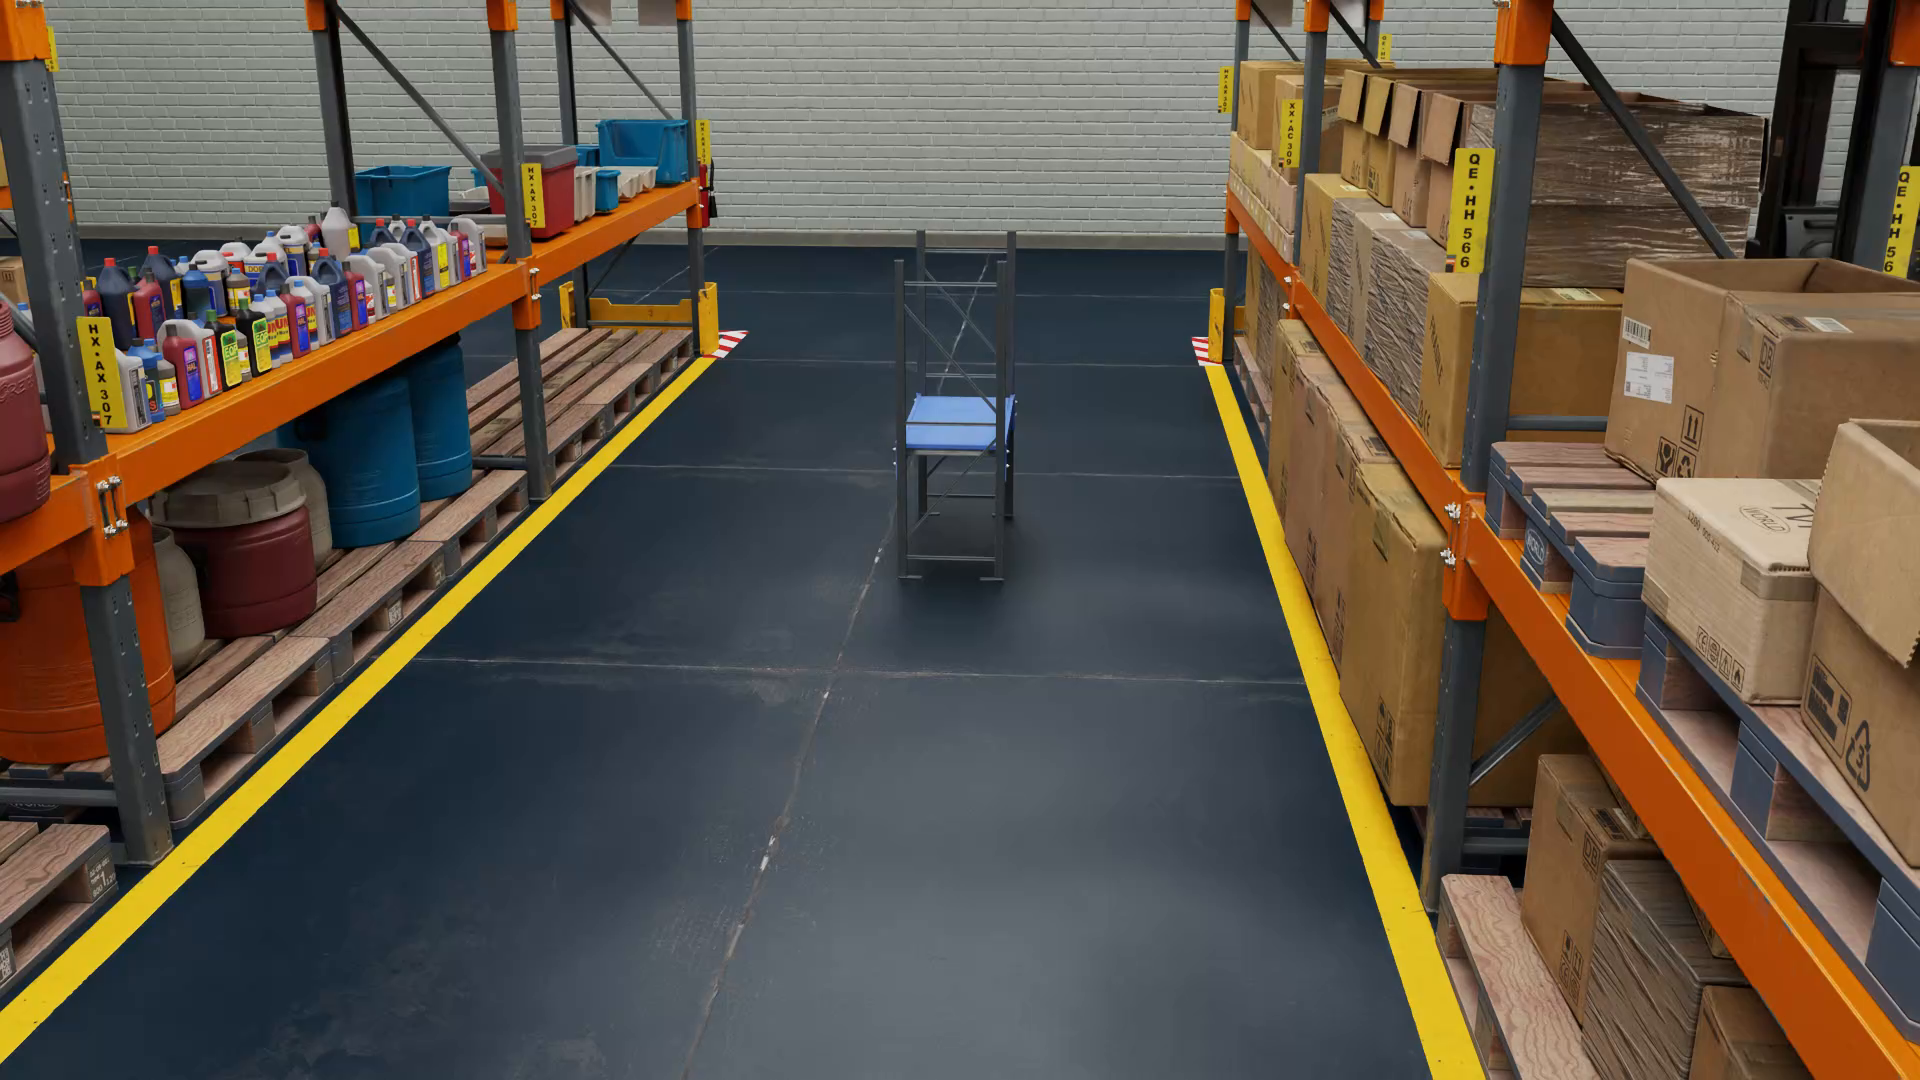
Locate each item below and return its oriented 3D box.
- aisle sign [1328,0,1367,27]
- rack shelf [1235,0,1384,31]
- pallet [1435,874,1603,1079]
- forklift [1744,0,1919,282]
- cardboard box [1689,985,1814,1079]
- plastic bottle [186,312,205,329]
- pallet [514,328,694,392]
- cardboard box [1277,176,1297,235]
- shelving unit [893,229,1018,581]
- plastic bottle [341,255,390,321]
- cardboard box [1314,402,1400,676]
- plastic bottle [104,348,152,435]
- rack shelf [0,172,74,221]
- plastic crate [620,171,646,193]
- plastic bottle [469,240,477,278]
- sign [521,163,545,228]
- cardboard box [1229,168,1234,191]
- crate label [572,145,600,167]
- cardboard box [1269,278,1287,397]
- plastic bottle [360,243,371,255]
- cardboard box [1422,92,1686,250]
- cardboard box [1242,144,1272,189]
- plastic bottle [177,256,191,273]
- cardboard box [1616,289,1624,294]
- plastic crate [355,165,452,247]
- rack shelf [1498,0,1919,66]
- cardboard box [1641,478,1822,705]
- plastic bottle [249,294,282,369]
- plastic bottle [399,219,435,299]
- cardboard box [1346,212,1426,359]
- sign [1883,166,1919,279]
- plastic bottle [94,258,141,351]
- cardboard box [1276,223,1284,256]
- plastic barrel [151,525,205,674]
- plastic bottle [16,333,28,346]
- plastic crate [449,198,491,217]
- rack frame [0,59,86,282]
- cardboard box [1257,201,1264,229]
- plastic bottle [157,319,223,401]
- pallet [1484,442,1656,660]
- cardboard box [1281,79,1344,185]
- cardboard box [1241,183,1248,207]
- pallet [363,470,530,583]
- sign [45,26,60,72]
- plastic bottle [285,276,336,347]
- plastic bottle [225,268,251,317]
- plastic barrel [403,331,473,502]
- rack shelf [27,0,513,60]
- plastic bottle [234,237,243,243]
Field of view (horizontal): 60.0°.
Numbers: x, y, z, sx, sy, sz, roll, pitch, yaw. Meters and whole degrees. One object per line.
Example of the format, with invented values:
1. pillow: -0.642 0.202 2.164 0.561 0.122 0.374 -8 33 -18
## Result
1. aisle sign: 2.779 -4.042 11.768 0.394 0.787 0.004 1 18 4
2. rack shelf: 2.332 -3.254 9.874 1.077 0.370 4.000 1 18 4
3. pallet: 1.844 1.261 4.236 1.003 0.211 1.213 1 18 4
4. forklift: 4.552 -1.417 8.040 1.130 2.935 3.031 1 18 3
5. cardboard box: 1.813 1.229 3.162 0.700 0.500 0.500 3 18 9
6. plastic bottle: -2.677 -0.664 5.838 0.097 0.271 0.097 0 18 0
7. pallet: -2.563 -1.322 12.117 1.003 0.211 1.213 1 18 4
8. cardboard box: 1.958 -1.762 8.747 0.500 0.250 0.500 1 18 3
9. shelving unit: -0.006 -0.686 8.109 0.538 1.500 1.048 1 18 4
10. plastic bottle: -2.546 -1.087 7.123 0.152 0.276 0.135 1 18 4
11. cardboard box: 2.043 0.013 6.305 1.225 0.875 0.875 1 18 4
12. plastic bottle: -2.685 -0.486 5.287 0.152 0.276 0.135 1 18 4
13. rack shelf: -7.549 -2.051 11.020 1.077 0.370 4.000 1 18 4
14. plastic crate: -2.378 -2.458 11.435 0.396 0.136 0.243 1 18 4
15. plastic bottle: -2.439 -1.399 8.194 0.097 0.201 0.097 0 18 0
16. sign: -2.203 -1.778 8.589 0.100 0.325 0.005 1 18 4
17. cardboard box: 2.120 -2.569 11.850 0.380 0.149 0.250 1 18 5
18. crate label: -2.811 -2.782 12.267 0.416 0.233 0.303 1 18 4
19. cardboard box: 2.380 -1.222 10.072 0.875 0.875 0.875 1 18 4
20. plastic bottle: -2.646 -1.196 7.462 0.097 0.271 0.097 0 18 0
21. cardboard box: 2.020 -1.260 5.680 0.797 0.503 0.637 2 18 5
22. cardboard box: 2.101 -2.401 10.696 0.500 0.250 0.500 1 18 2
23. plastic bottle: -3.284 -1.068 7.073 0.097 0.271 0.097 0 18 0
24. cardboard box: 2.208 -0.499 4.969 0.500 0.500 0.500 2 18 6
25. plastic crate: -3.059 -1.833 9.130 0.392 0.384 0.575 1 18 4
26. rack shelf: 1.758 -0.769 2.291 1.077 0.370 4.000 1 18 4
27. cardboard box: 1.552 0.080 2.927 0.500 0.250 0.500 1 18 2
28. plastic bottle: -2.590 -0.776 6.179 0.097 0.271 0.097 0 18 0
29. plastic bottle: -2.505 -1.286 7.610 0.144 0.351 0.185 1 18 4
30. cardboard box: 1.803 -0.987 6.458 0.500 0.500 0.500 2 18 5
31. sign: 2.443 -0.810 4.346 0.100 0.325 0.005 1 18 4
32. plastic bottle: -3.300 -0.933 6.531 0.144 0.351 0.185 1 18 4
33. cardboard box: 1.902 -1.612 8.928 0.380 0.149 0.250 2 18 5
34. plastic barrel: -3.069 0.236 6.208 0.421 0.512 0.421 0 18 0
35. plastic bottle: -3.371 -0.656 5.927 0.097 0.201 0.097 0 18 0
36. plastic crate: -2.940 -1.911 9.784 0.437 0.125 0.590 1 18 4
37. rack frame: -7.406 -3.014 12.803 1.000 3.000 0.127 1 18 4
38. cardboard box: 1.975 -1.931 9.902 0.380 0.149 0.250 1 18 3
39. plastic bottle: -2.652 -0.629 5.726 0.152 0.276 0.135 1 18 4
40. pallet: 1.957 0.008 3.889 1.213 0.211 1.003 1 18 4
41. cardboard box: 1.954 -2.124 8.648 0.500 0.500 0.500 2 18 5
42. cardboard box: 2.049 -2.250 10.876 0.380 0.149 0.250 1 18 3
43. pallet: -2.849 -0.096 8.377 1.003 0.211 1.213 1 18 4
44. sign: -6.853 -3.696 12.517 0.100 0.325 0.005 1 18 4
45. plastic bottle: -2.586 -0.916 6.602 0.152 0.276 0.135 1 18 4
46. plastic bottle: -3.122 -1.073 7.201 0.097 0.201 0.097 0 18 0
47. plastic barrel: -2.808 -0.694 8.418 0.600 0.901 0.708 1 18 4
48. rack shelf: -2.895 -2.122 6.420 1.077 0.370 4.000 1 18 4
49. plastic bottle: -3.267 -1.224 7.529 0.061 0.283 0.133 1 18 4
